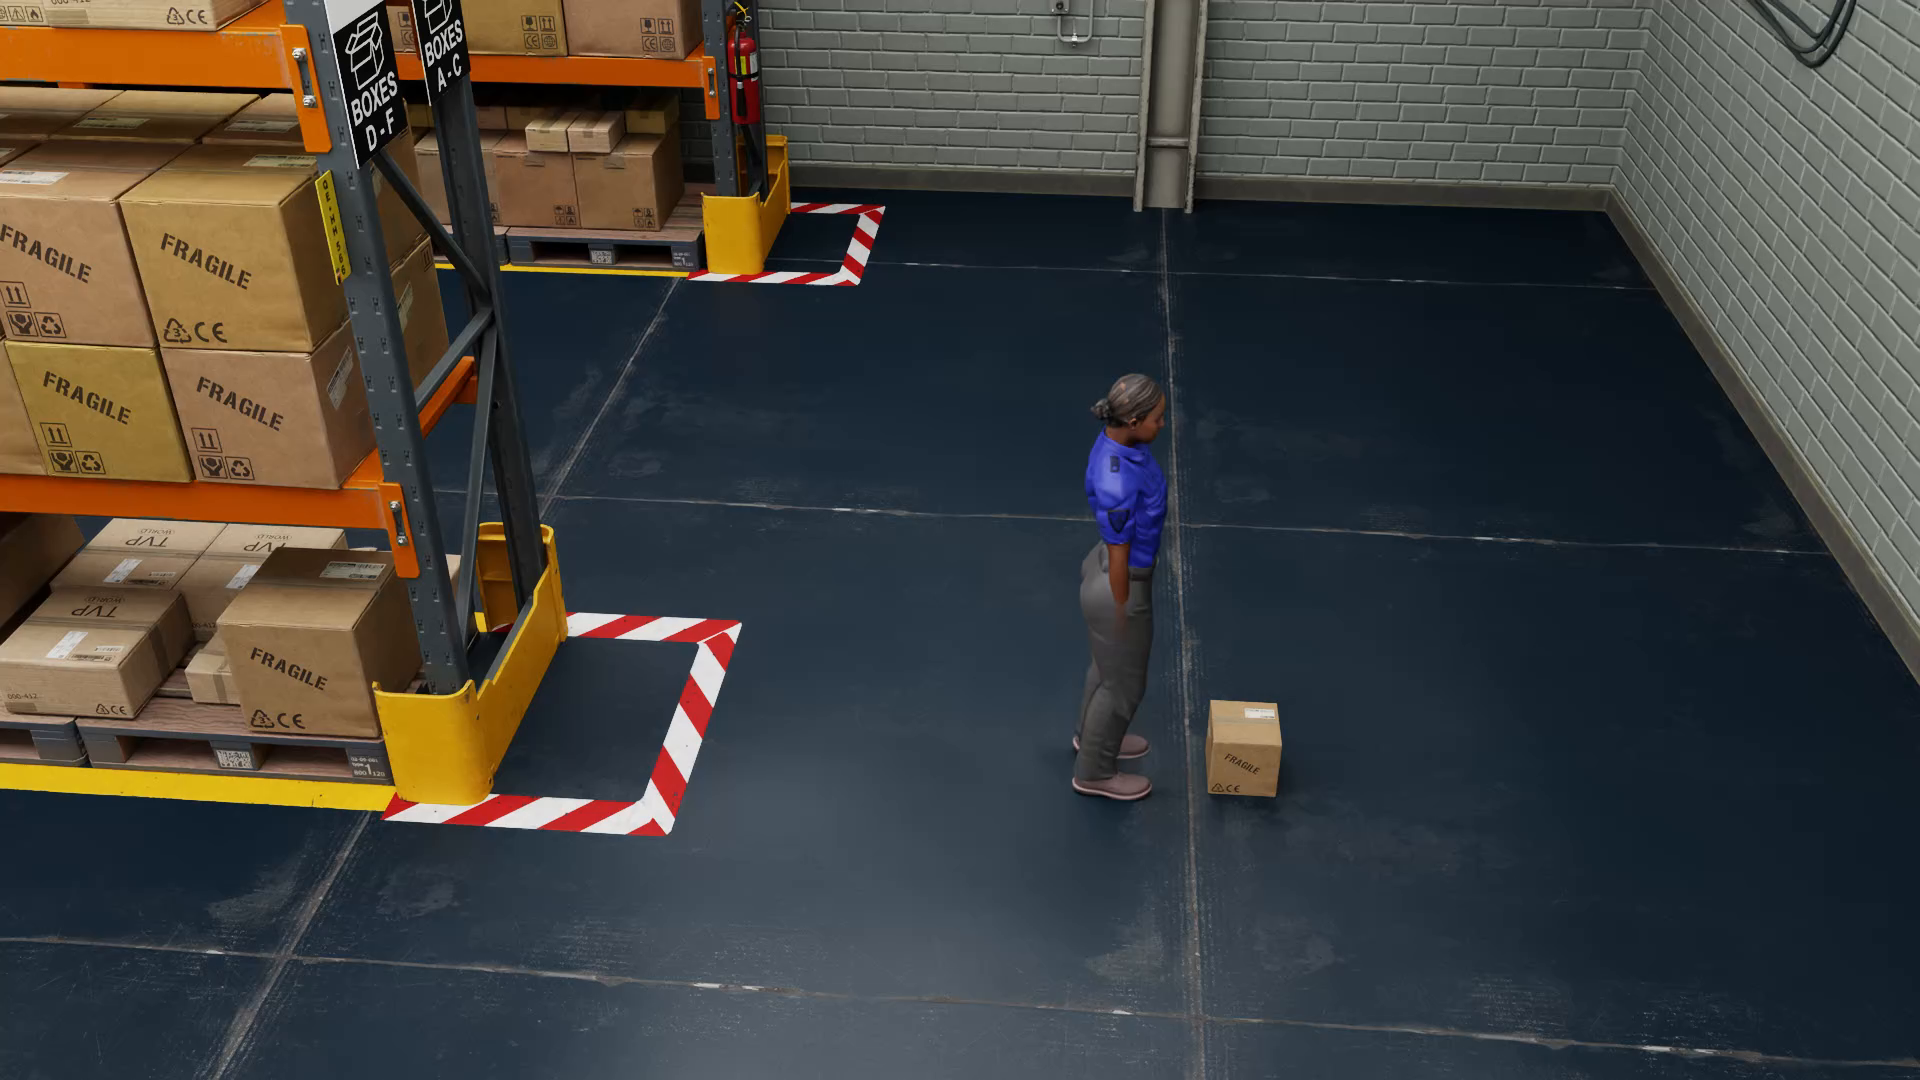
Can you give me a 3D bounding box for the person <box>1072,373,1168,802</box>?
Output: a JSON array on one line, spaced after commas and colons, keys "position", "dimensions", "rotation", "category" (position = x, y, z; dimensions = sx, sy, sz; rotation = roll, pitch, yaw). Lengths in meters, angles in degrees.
[{"position": [0.577, 0.162, 5.894], "dimensions": [0.303, 1.656, 0.438], "rotation": [3, 32, 5], "category": "person"}]
